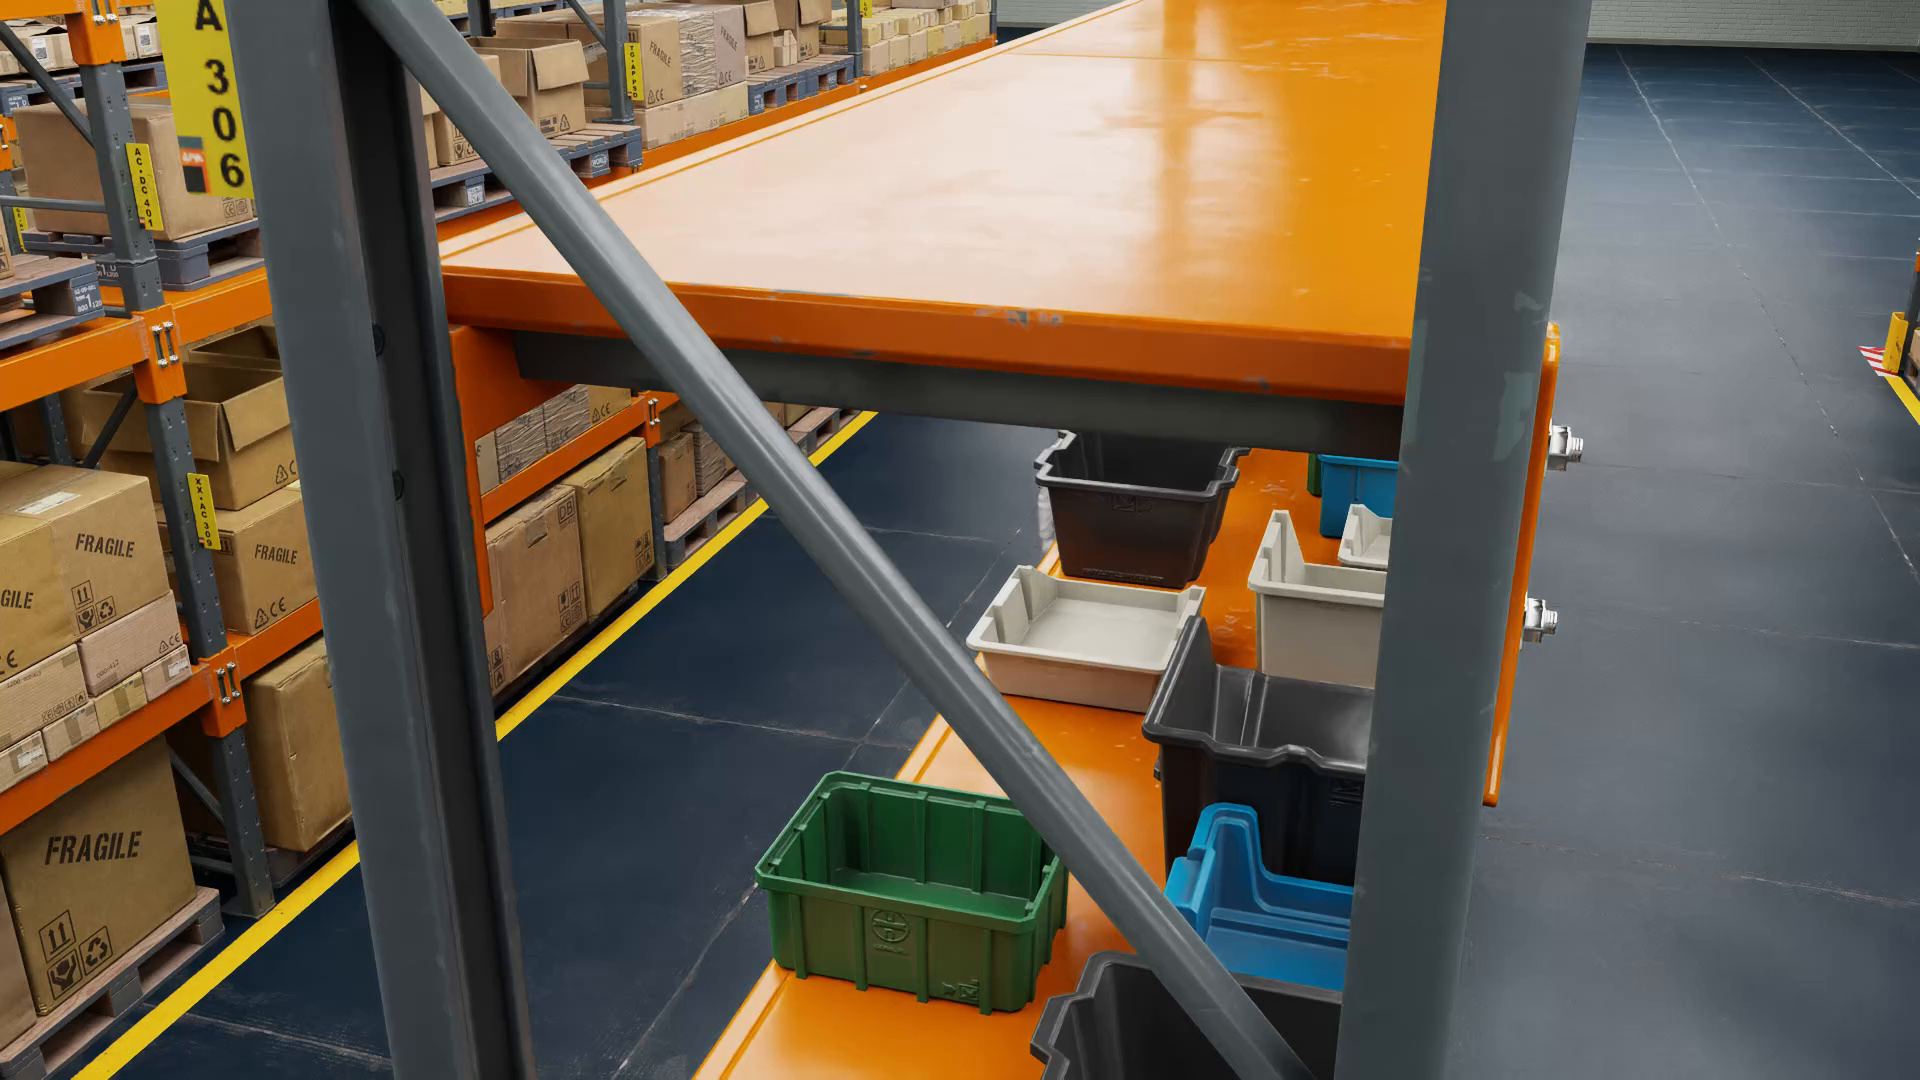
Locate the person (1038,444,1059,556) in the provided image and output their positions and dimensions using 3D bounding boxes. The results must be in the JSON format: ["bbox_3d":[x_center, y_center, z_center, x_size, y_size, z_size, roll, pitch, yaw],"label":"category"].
[{"bbox_3d":[0.711,-0.026,9.655,0.512,1.708,0.536,5,23,13],"label":"person"}]
